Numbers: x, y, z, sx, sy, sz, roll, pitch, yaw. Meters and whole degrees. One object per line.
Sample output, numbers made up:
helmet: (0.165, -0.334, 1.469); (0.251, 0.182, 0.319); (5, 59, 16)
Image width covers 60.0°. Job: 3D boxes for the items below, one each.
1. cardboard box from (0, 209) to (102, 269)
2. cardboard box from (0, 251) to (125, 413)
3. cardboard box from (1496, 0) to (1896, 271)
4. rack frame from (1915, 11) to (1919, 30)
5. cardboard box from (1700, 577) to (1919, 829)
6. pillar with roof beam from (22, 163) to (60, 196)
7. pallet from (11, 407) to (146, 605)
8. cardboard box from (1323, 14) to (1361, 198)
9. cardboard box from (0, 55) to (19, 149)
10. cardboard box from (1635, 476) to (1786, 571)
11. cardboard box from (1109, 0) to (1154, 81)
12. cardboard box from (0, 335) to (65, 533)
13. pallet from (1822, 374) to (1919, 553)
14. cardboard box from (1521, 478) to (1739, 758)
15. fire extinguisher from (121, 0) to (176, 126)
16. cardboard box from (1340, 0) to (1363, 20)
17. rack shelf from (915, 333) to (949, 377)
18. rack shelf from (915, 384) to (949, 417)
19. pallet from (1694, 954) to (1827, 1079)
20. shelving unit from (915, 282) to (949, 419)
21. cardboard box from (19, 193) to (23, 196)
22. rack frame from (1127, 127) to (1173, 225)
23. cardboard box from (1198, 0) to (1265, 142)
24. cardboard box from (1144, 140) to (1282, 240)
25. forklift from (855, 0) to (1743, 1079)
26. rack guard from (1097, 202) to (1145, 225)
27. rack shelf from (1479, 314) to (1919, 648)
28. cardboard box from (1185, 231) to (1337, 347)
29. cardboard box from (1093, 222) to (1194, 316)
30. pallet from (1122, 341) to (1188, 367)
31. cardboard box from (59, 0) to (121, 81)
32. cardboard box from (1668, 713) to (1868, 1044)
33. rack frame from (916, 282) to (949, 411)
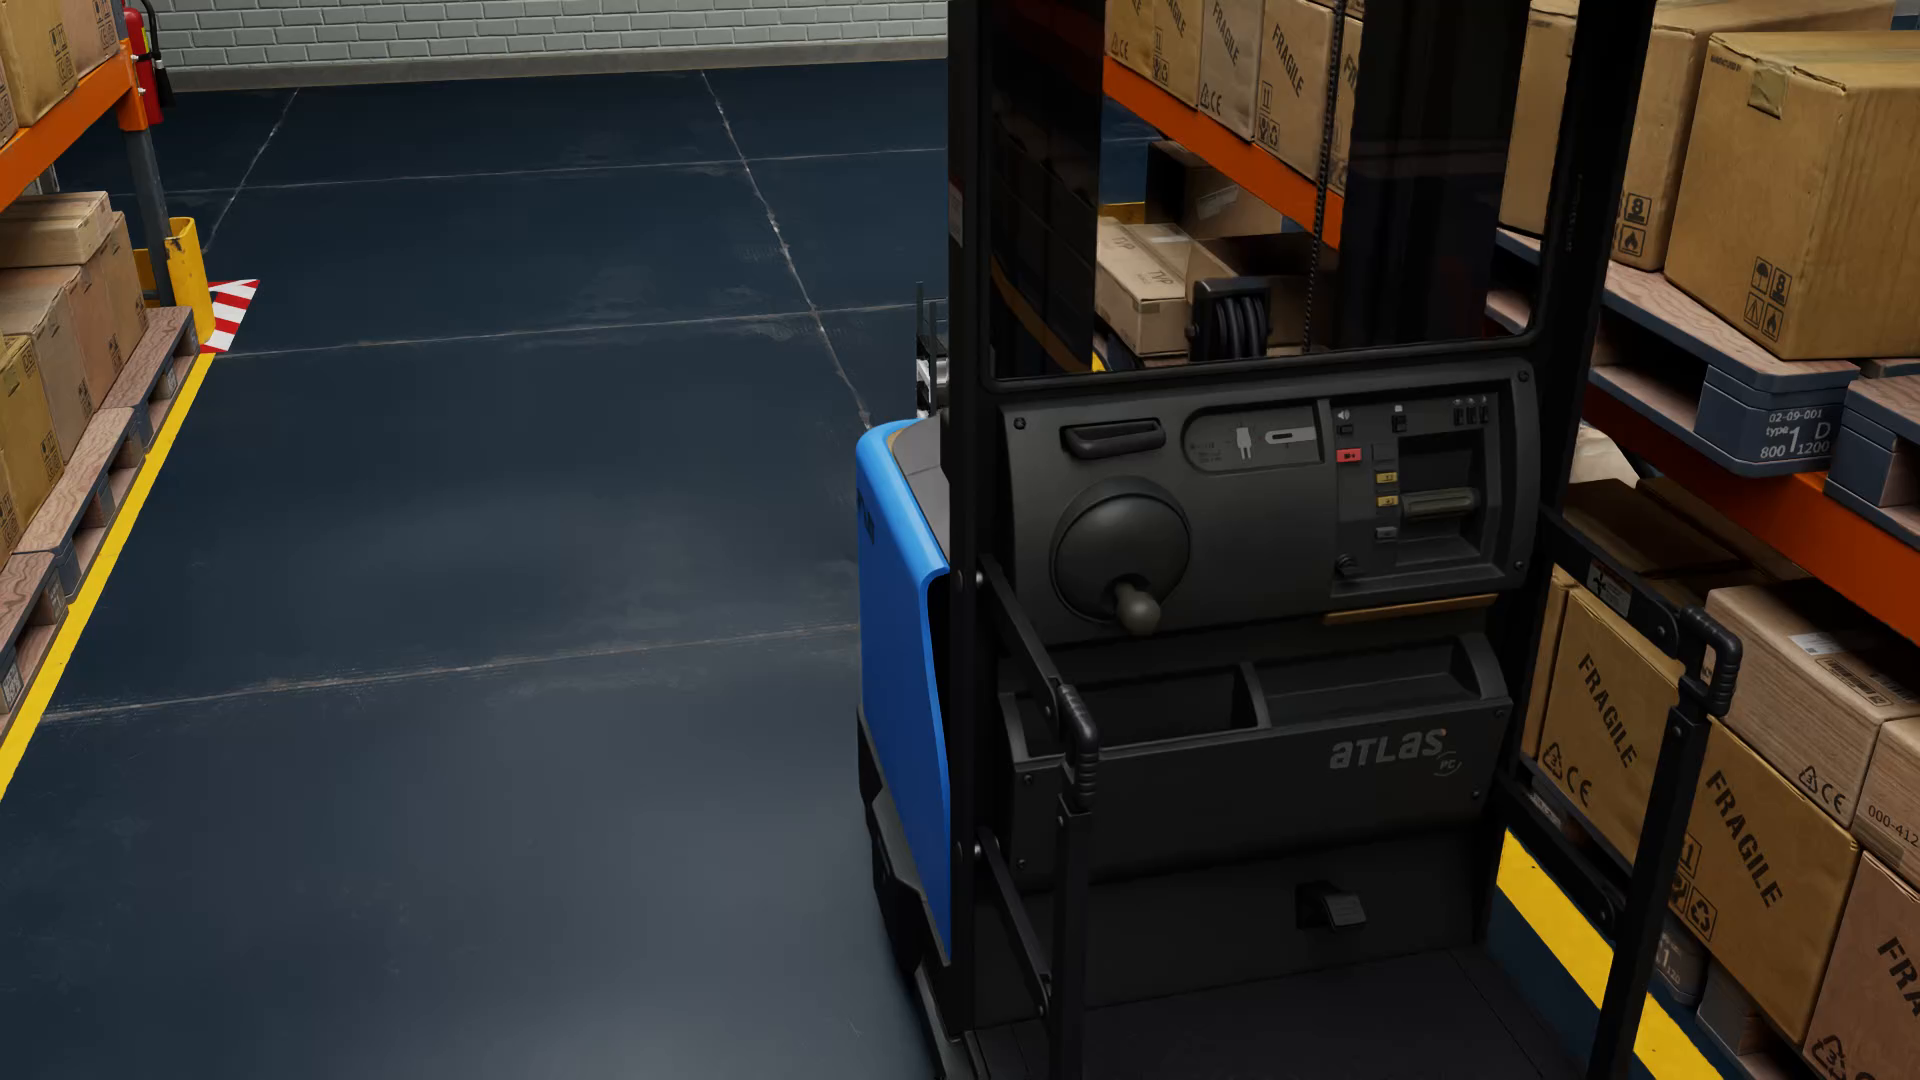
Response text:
cardboard box: (-3.476, -1.132, 6.252); (0.380, 0.149, 0.250); (-5, 27, -10)
cardboard box: (-3.628, -0.773, 6.260); (0.700, 0.500, 0.500); (-6, 27, -12)
cardboard box: (1.620, -0.968, 3.762); (0.700, 0.500, 0.500); (-16, 31, -29)
rack frame: (5.657, -3.224, 8.809); (1.000, 3.000, 0.127); (-6, 27, -12)
cardboard box: (1.828, 0.294, 3.292); (0.500, 0.250, 0.500); (-6, 27, -11)
pillar with roof beam: (-1.253, -6.431, 8.504); (9.100, 9.000, 0.400); (-6, 27, -12)
pallet: (-3.468, -0.095, 5.705); (1.003, 0.211, 1.213); (-6, 27, -12)
cardboard box: (1.369, -1.205, 4.697); (0.500, 0.500, 0.500); (-6, 27, -11)
cardboard box: (-3.533, -1.475, 5.011); (0.980, 0.700, 0.700); (-7, 28, -14)
cardboard box: (2.122, 0.140, 4.429); (0.500, 0.500, 0.500); (-6, 27, -12)
cardboard box: (0.905, -2.099, 6.469); (0.500, 0.500, 0.500); (-6, 27, -12)
cardboard box: (-3.386, -0.319, 5.360); (0.700, 0.500, 0.500); (-5, 27, -10)
pallet: (2.190, 0.022, 2.591); (1.003, 0.211, 1.213); (-6, 27, -12)
cardboard box: (1.603, 0.190, 4.331); (0.500, 0.500, 0.500); (-7, 28, -14)
fire extinguisher: (-3.580, -2.130, 7.141); (0.296, 0.674, 0.183); (-6, 27, -12)
cardboard box: (1.365, -1.653, 4.476); (0.500, 0.500, 0.500); (-6, 27, -11)
rack shelf: (-0.002, -0.617, 5.448); (0.258, 0.077, 0.200); (-6, 27, -12)
rack shelf: (-0.002, -0.456, 5.529); (0.258, 0.077, 0.200); (-6, 27, -12)
pallet: (2.230, 1.168, 3.201); (1.003, 0.211, 1.213); (-6, 27, -12)
shelving unit: (-0.002, -0.405, 5.554); (0.258, 0.900, 0.210); (-6, 27, -12)
cardboard box: (-3.963, -1.317, 6.618); (0.380, 0.149, 0.250); (-6, 27, -11)
rack frame: (0.830, -2.723, 7.815); (1.000, 3.000, 0.127); (-6, 27, -12)
cardboard box: (1.133, -1.656, 5.591); (0.500, 0.500, 0.500); (-5, 27, -10)
cardboard box: (1.192, -1.589, 7.856); (0.500, 0.500, 0.500); (-6, 27, -12)
forklift: (0.580, -0.033, 2.562); (1.130, 2.935, 3.031); (-6, 27, -12)
rack guard: (0.847, -1.573, 8.312); (1.175, 0.500, 0.348); (-6, 27, -12)
rack shelf: (2.182, 0.233, 2.759); (1.077, 0.370, 4.000); (-6, 27, -12)
cardboard box: (1.303, -0.873, 6.433); (0.797, 0.503, 0.637); (-6, 27, -12)
cardboard box: (0.789, -1.205, 7.371); (0.500, 0.250, 0.500); (-6, 27, -12)
pallet: (1.299, -0.560, 6.625); (1.003, 0.211, 1.213); (-6, 27, -12)
cardboard box: (-3.871, -2.129, 6.306); (0.980, 0.700, 0.700); (-5, 27, -9)
cardboard box: (1.839, 0.643, 3.433); (0.500, 0.500, 0.500); (-6, 27, -11)
rack frame: (-0.025, -0.450, 5.643); (0.240, 0.900, 0.006); (-6, 27, -12)
